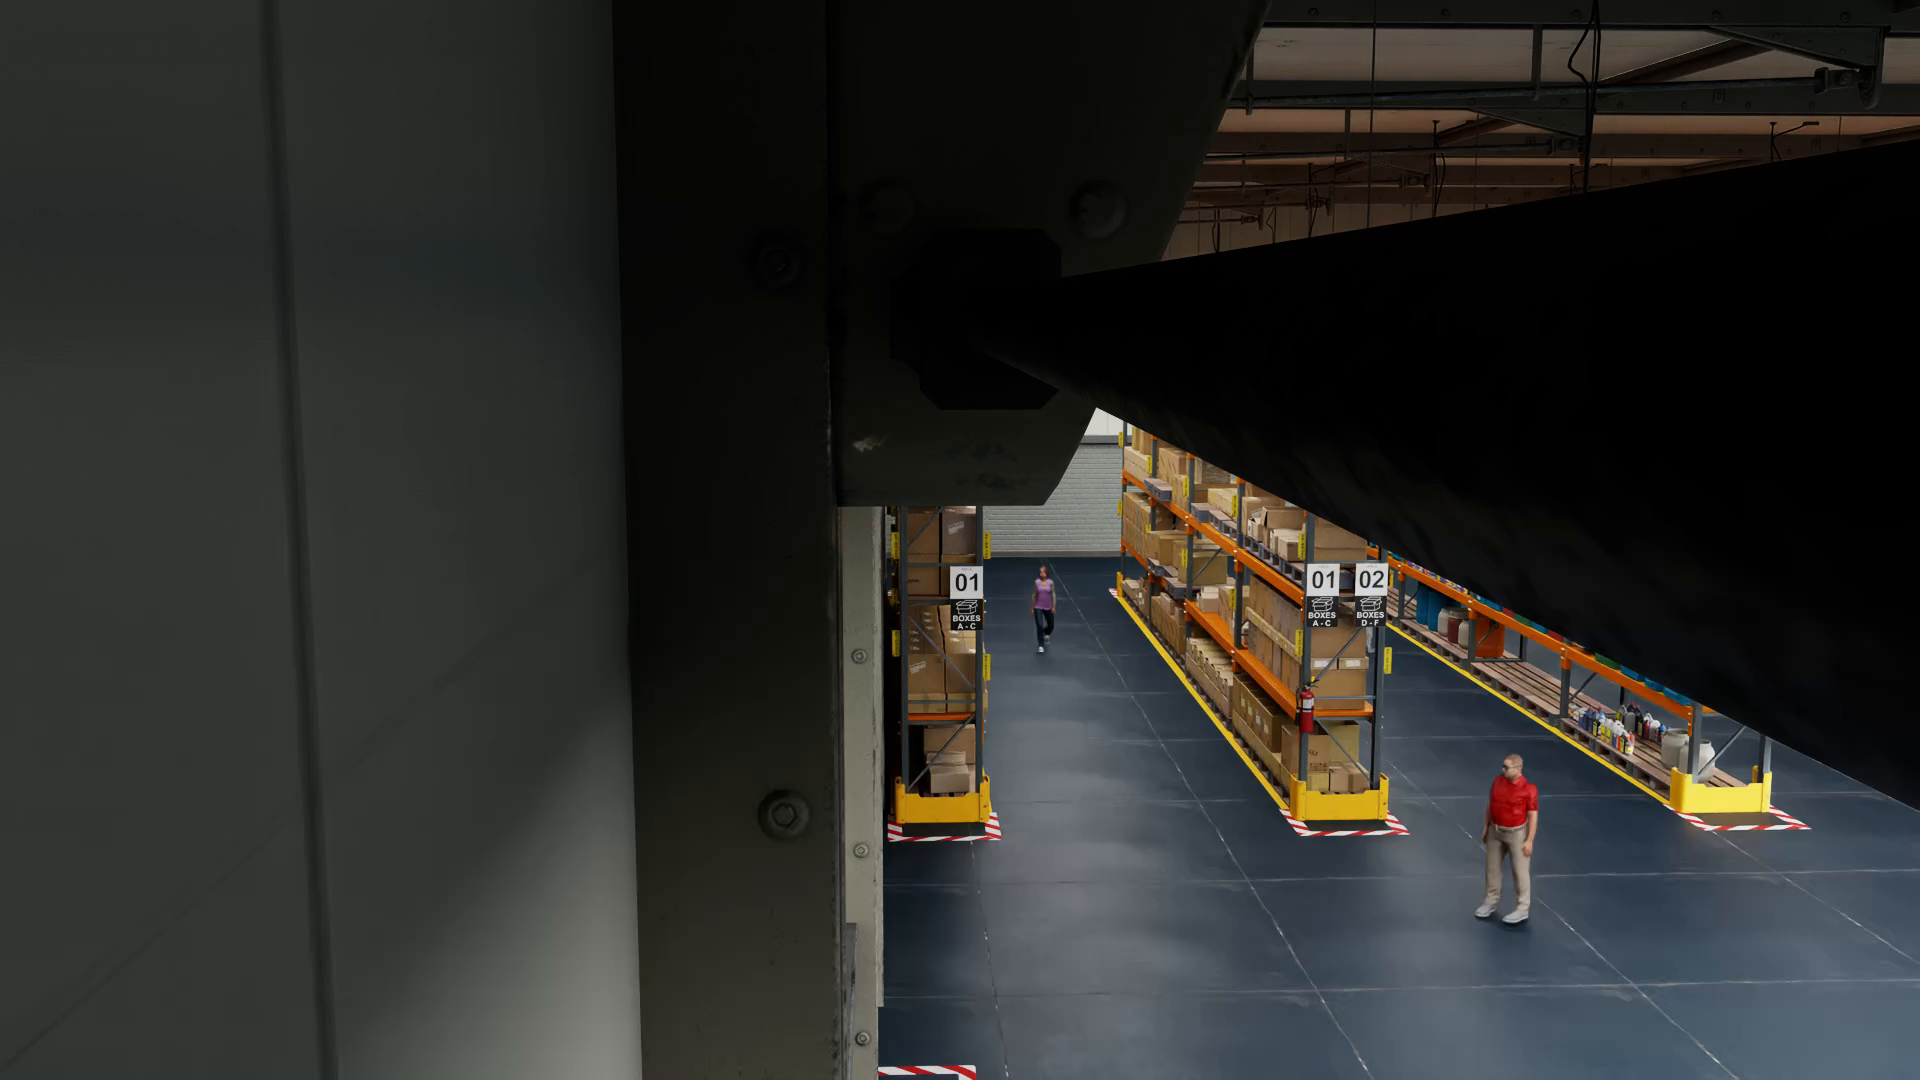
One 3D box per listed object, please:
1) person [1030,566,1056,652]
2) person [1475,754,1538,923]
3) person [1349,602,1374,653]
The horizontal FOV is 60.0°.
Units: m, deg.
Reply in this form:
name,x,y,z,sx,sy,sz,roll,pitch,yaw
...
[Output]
name,x,y,z,sx,sy,sz,roll,pitch,yaw
person,1.520,1.253,30.593,0.480,1.567,0.624,-1,8,-5
person,5.648,3.062,17.201,0.439,1.728,0.593,-8,11,-44
person,7.432,1.237,30.636,0.556,1.615,0.929,0,8,3
